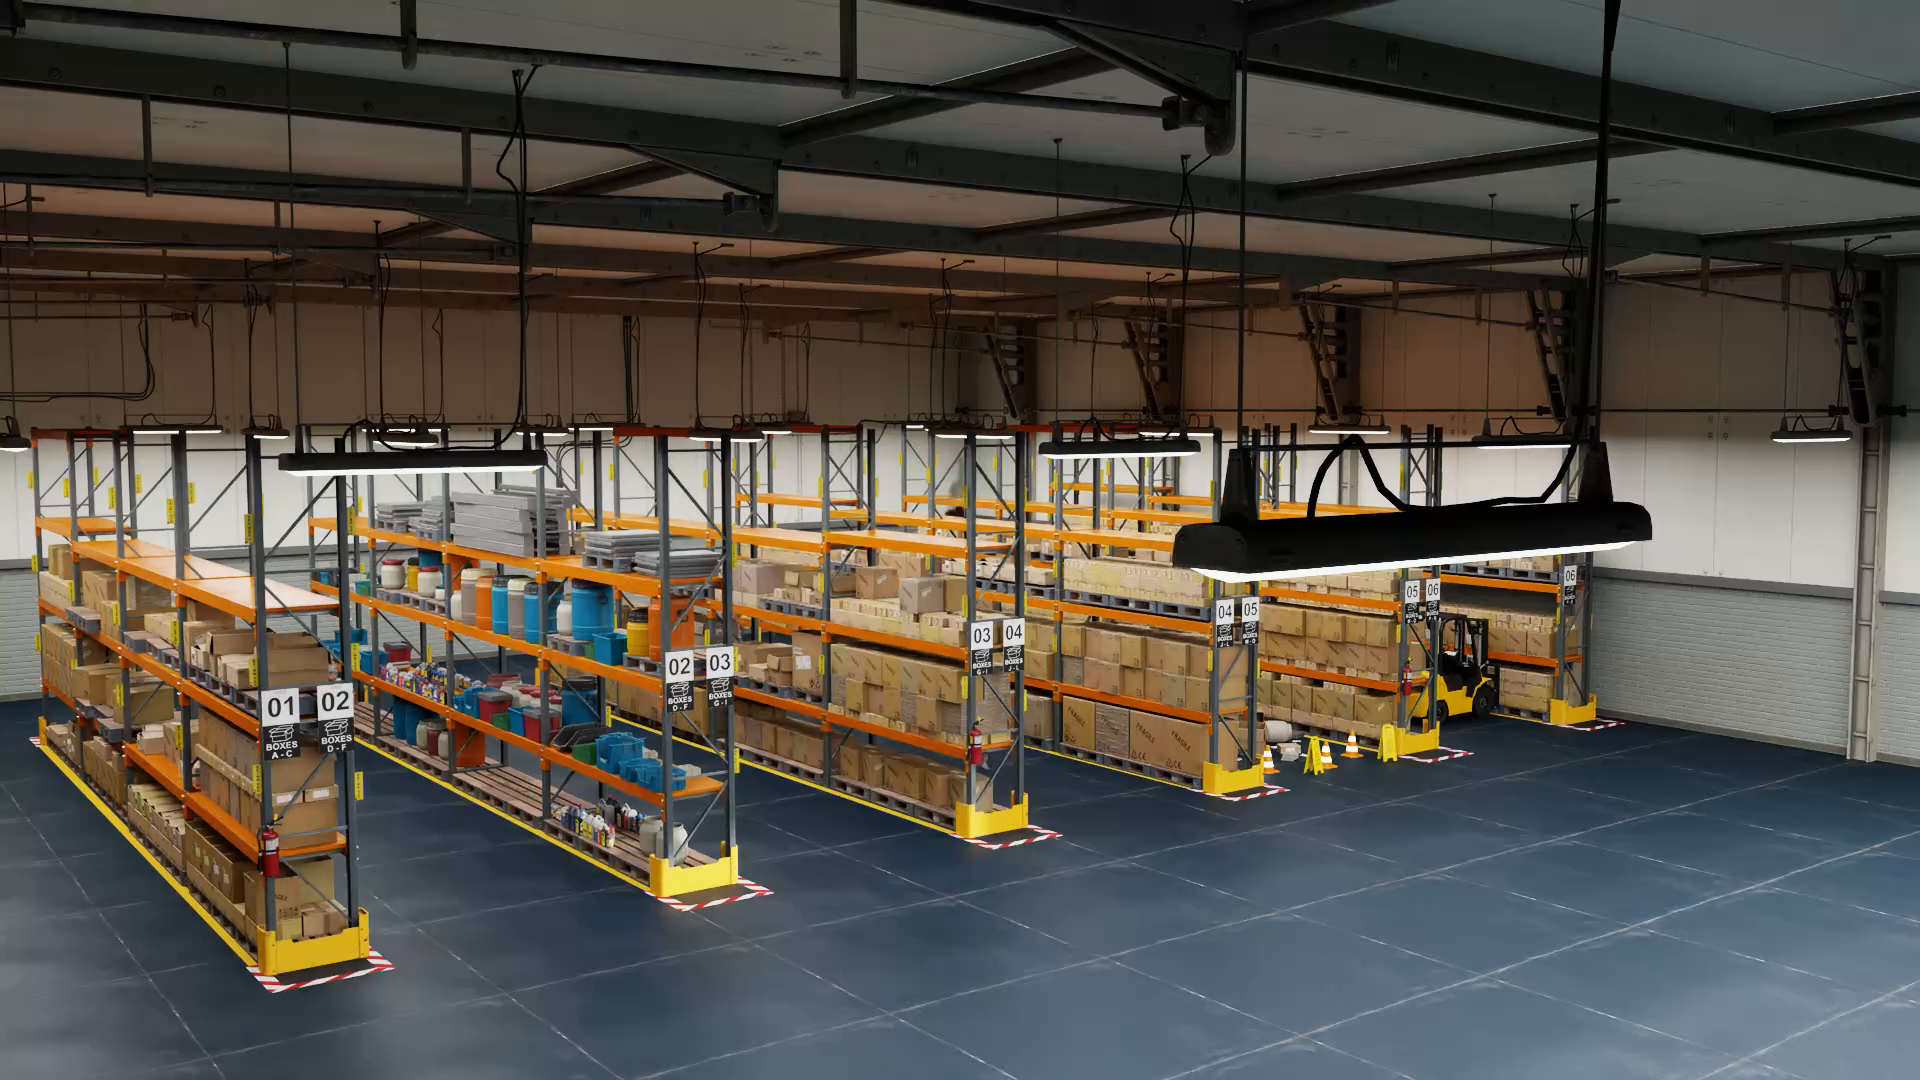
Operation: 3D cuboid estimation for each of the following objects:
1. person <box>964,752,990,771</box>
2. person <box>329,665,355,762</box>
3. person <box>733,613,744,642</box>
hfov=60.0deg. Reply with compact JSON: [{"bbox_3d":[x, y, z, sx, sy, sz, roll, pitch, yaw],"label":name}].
[{"bbox_3d":[0.354,3.175,29.312,0.724,1.773,0.709,2,5,28],"label":"person"},{"bbox_3d":[-11.281,3.116,30.050,0.692,1.755,0.647,-2,5,-24],"label":"person"},{"bbox_3d":[-5.204,2.459,37.964,0.654,1.811,0.991,-4,6,-40],"label":"person"}]
